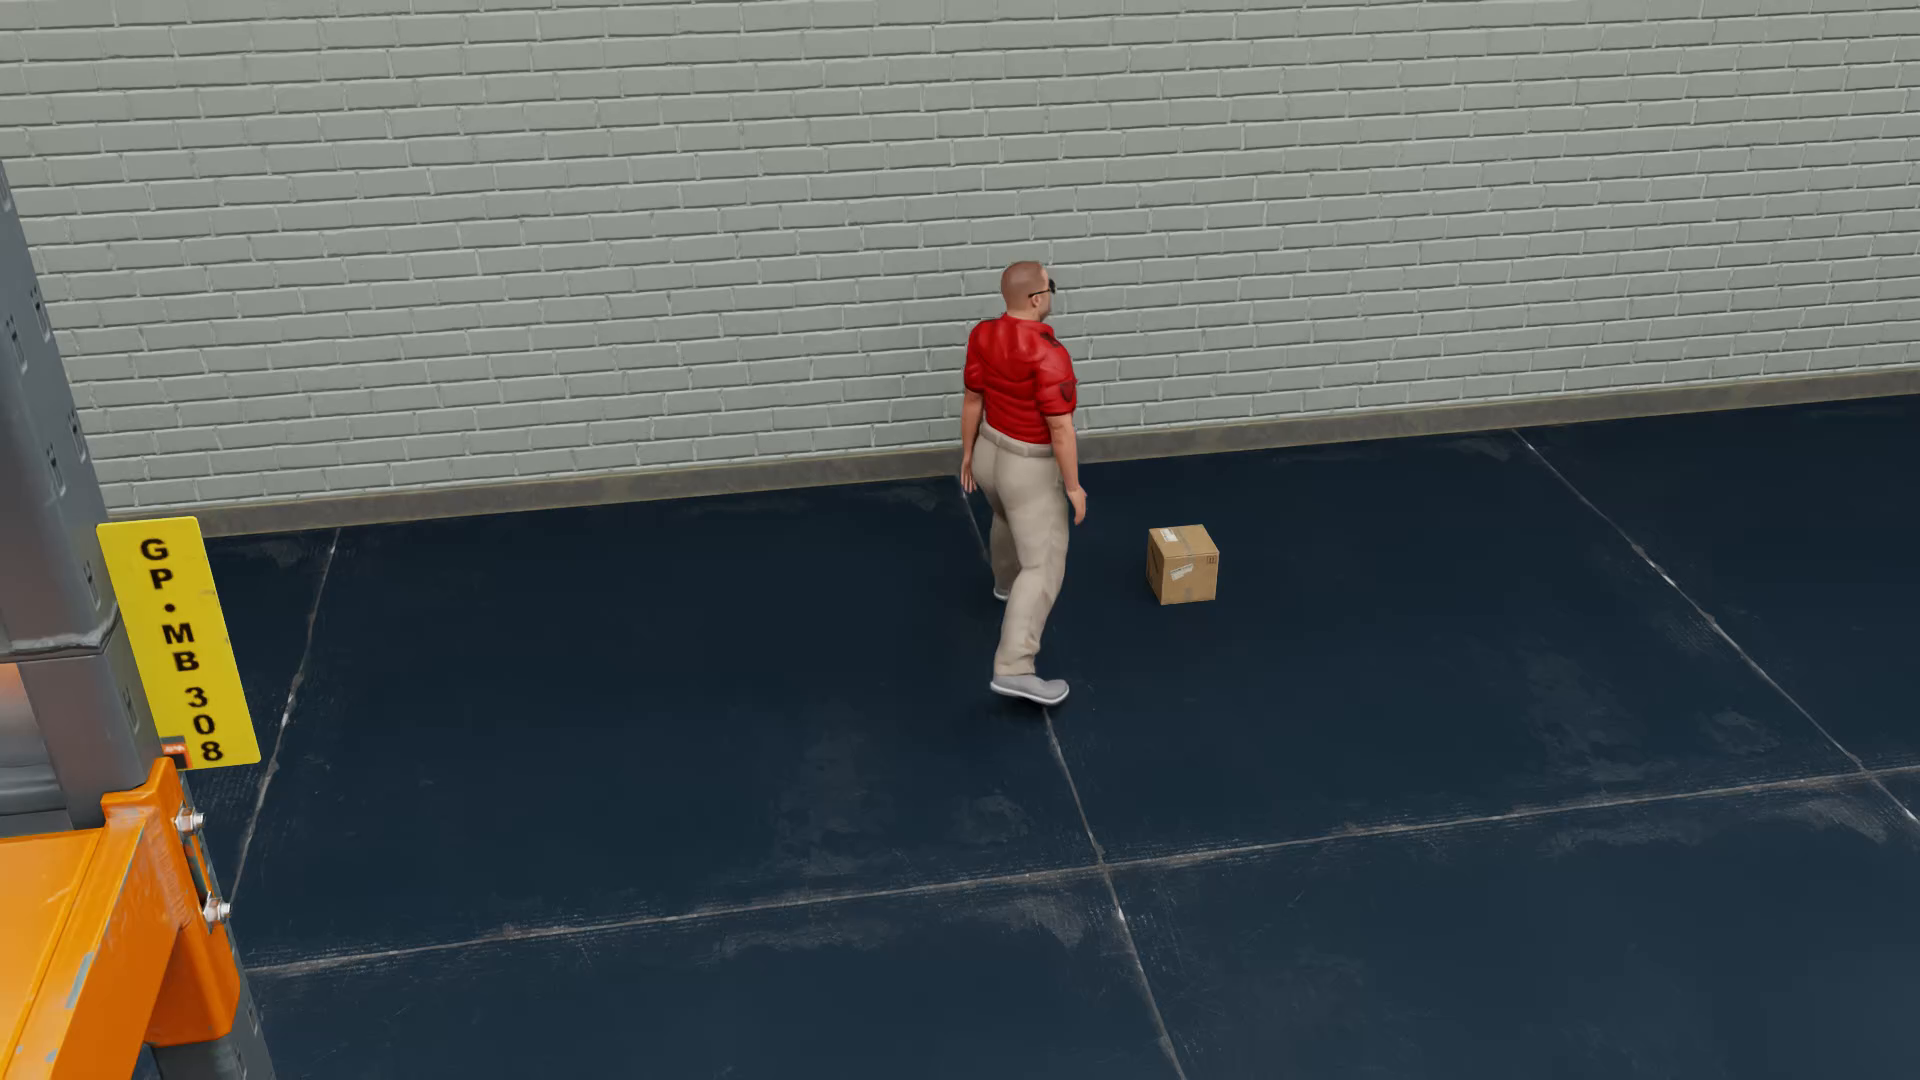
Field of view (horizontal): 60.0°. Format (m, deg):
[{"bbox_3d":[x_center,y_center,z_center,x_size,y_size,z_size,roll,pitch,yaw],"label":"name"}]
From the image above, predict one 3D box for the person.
[{"bbox_3d":[0.285,-0.281,6.650,0.901,1.677,0.914,-23,37,-33],"label":"person"}]
